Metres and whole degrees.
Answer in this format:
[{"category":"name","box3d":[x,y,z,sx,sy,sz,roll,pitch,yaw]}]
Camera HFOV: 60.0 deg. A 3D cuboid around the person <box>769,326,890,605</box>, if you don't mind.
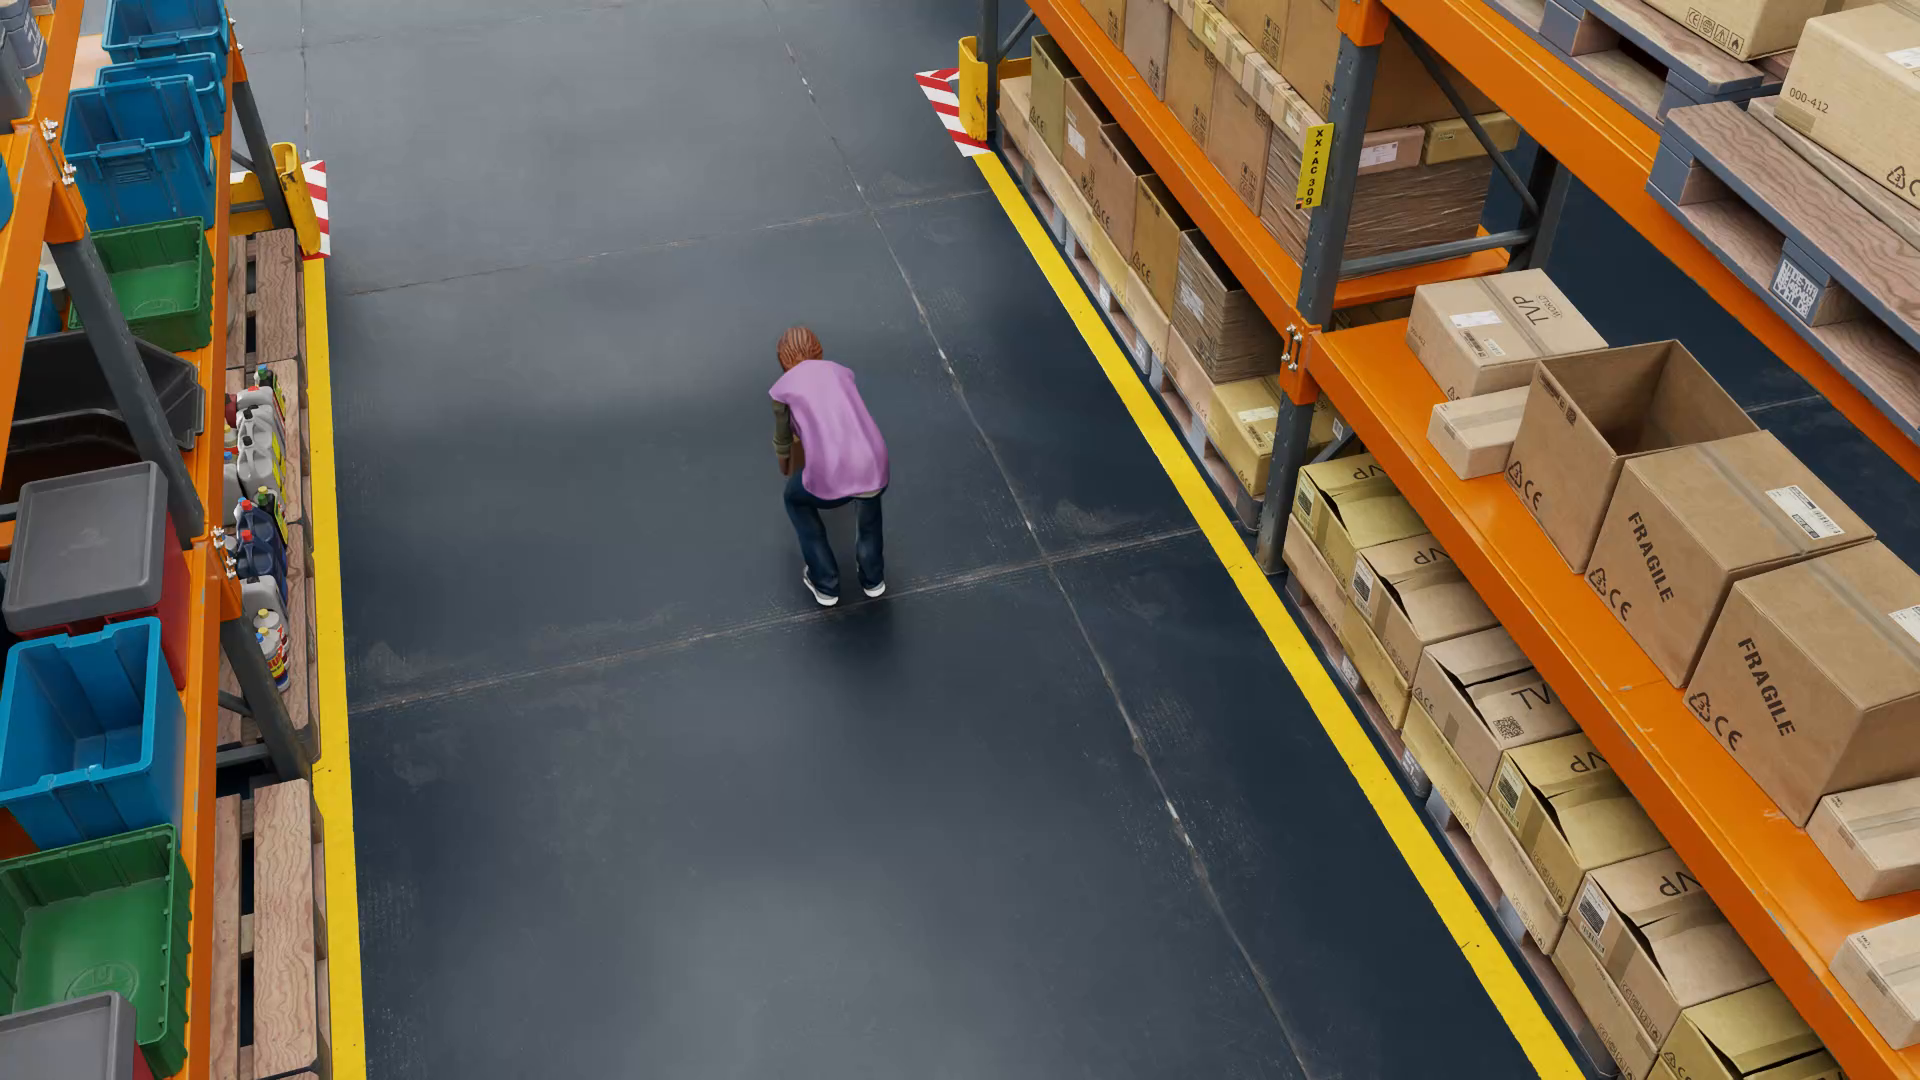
[{"category":"person","box3d":[-0.547,-0.281,6.914,0.417,0.997,0.859,-14,45,-15]}]
